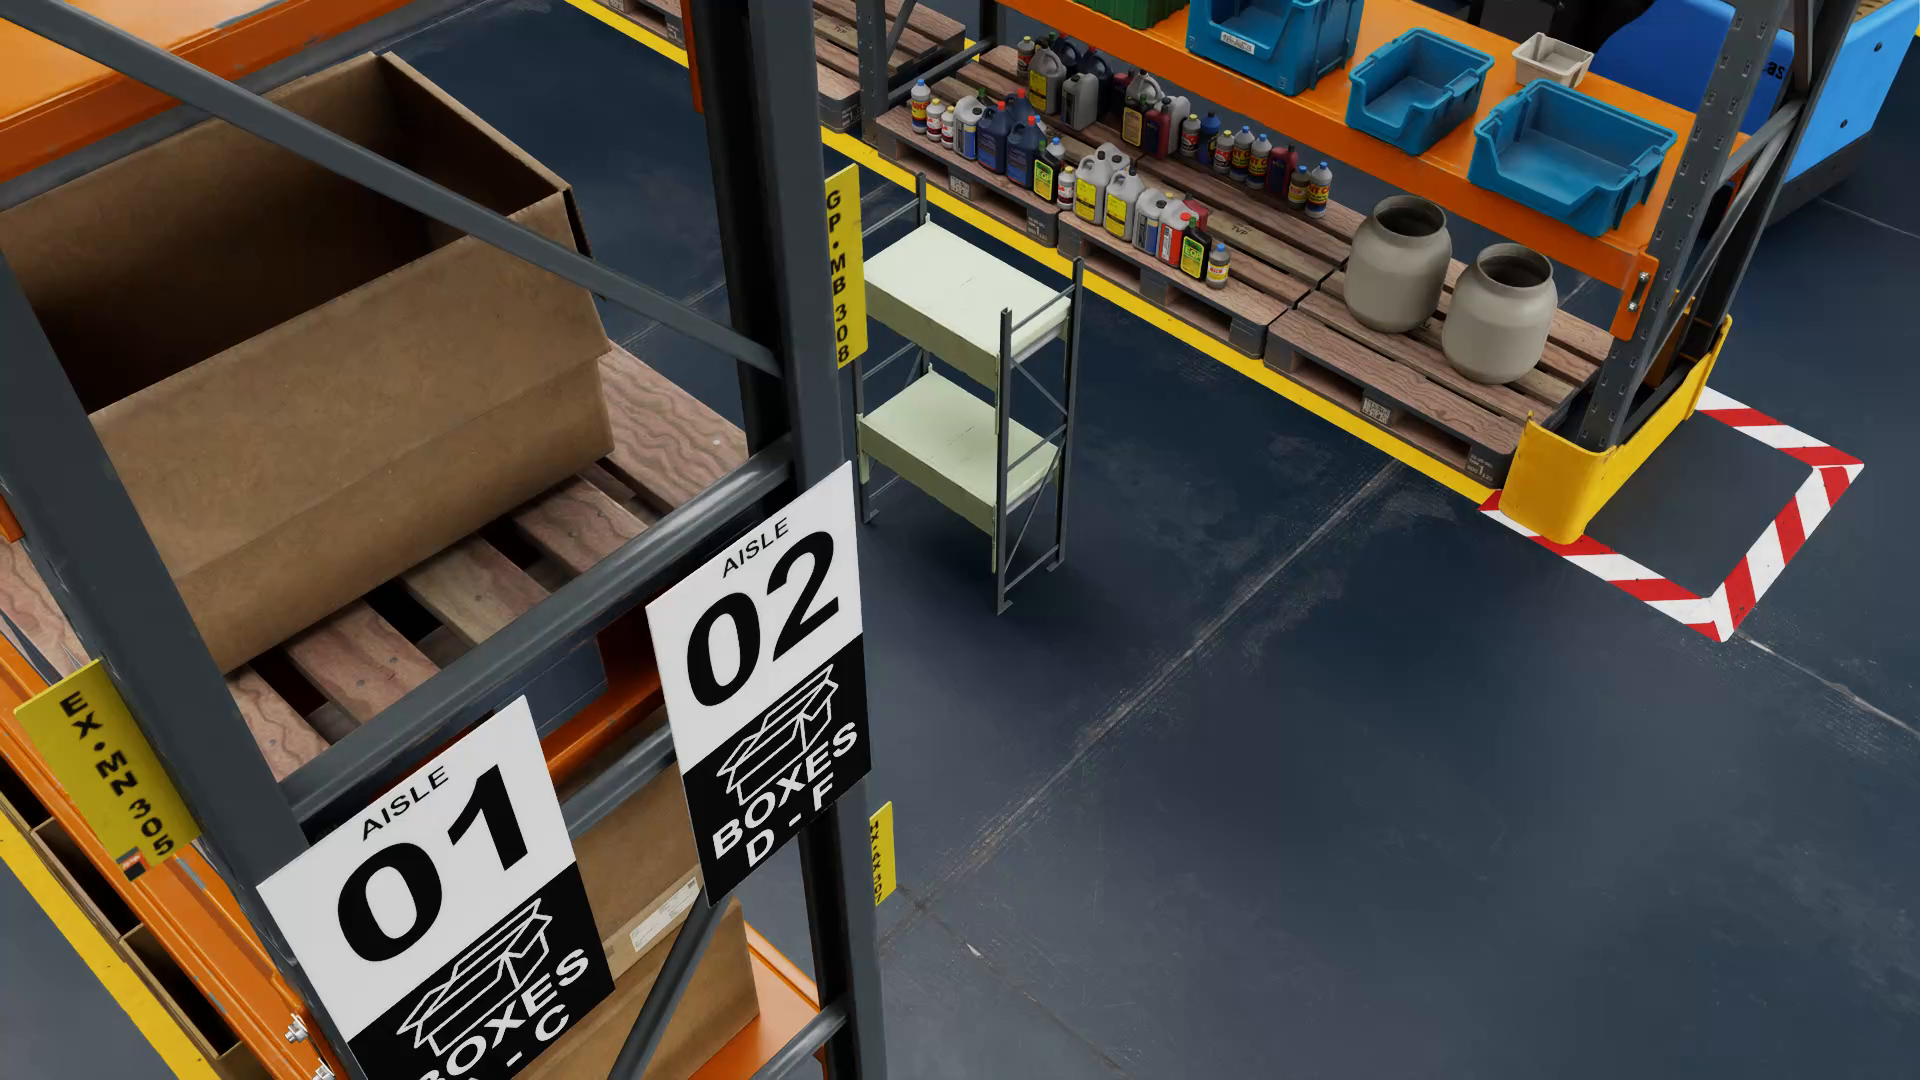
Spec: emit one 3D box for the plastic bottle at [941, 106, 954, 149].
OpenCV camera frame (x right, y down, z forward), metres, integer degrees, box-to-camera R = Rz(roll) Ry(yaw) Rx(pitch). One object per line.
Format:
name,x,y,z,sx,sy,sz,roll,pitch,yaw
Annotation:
plastic bottle,-0.044,-2.051,8.236,0.097,0.201,0.097,0,47,0

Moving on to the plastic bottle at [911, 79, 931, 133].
plastic bottle,-0.194,-2.175,8.304,0.097,0.271,0.097,0,47,0

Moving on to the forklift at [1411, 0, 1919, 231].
forklift,3.236,-3.484,8.010,1.130,2.935,3.031,-30,54,-25

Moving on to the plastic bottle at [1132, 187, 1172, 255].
plastic bottle,0.893,-1.473,7.642,0.135,0.276,0.152,32,55,27

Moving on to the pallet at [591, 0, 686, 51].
pallet,-1.635,-3.367,9.767,1.213,0.211,1.003,34,55,28

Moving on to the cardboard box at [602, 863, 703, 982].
cardboard box,-0.696,0.713,3.509,0.250,0.149,0.380,34,55,27

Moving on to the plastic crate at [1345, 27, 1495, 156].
plastic crate,1.765,-1.734,6.422,0.408,0.251,0.499,34,55,28

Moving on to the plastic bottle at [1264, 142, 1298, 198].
plastic bottle,1.534,-1.779,7.924,0.133,0.283,0.061,35,56,28

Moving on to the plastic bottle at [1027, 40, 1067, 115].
plastic bottle,0.441,-2.354,8.417,0.185,0.351,0.144,34,55,28

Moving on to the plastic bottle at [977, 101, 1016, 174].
plastic bottle,0.181,-1.973,8.061,0.185,0.351,0.144,35,56,29

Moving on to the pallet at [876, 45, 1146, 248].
pallet,0.335,-2.042,8.522,1.213,0.211,1.003,34,55,28

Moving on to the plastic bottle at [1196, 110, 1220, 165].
plastic bottle,1.214,-1.972,8.114,0.097,0.271,0.097,0,47,0

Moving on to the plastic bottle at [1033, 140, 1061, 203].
plastic bottle,0.413,-1.753,7.900,0.061,0.283,0.133,-36,56,-29

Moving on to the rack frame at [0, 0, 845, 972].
rack frame,-0.553,-0.775,1.305,0.127,3.000,1.000,34,55,28

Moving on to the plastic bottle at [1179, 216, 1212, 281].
plastic bottle,1.064,-1.315,7.489,0.133,0.283,0.061,35,56,28

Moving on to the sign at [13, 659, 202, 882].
sign,-0.932,0.260,1.838,0.005,0.325,0.100,34,55,28

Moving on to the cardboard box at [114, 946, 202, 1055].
cardboard box,-2.258,1.234,5.132,0.500,0.250,0.500,34,55,28

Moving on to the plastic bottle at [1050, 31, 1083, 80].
plastic bottle,0.538,-2.431,8.490,0.185,0.351,0.144,33,55,27

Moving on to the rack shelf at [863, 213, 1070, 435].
rack shelf,0.005,-0.777,5.916,0.720,0.370,0.431,34,55,28

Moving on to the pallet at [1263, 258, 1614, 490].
pallet,2.128,-0.836,7.390,1.213,0.211,1.003,34,55,28

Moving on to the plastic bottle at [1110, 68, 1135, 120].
plastic bottle,0.827,-2.255,8.371,0.061,0.283,0.133,-35,56,-28

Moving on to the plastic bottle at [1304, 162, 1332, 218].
plastic bottle,1.688,-1.653,7.814,0.097,0.271,0.097,0,47,0

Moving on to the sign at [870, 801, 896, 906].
sign,-0.172,0.661,3.424,0.005,0.325,0.100,34,55,28

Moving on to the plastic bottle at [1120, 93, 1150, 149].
plastic bottle,0.866,-2.085,8.212,0.133,0.283,0.061,34,55,28

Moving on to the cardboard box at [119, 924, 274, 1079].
cardboard box,-1.894,1.227,4.624,0.500,0.500,0.500,34,55,28

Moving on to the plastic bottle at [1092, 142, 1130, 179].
plastic bottle,0.714,-1.736,7.889,0.135,0.276,0.152,34,55,28

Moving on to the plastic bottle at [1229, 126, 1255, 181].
plastic bottle,1.363,-1.872,8.020,0.097,0.271,0.097,0,47,0

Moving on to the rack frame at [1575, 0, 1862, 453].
rack frame,2.809,-1.373,5.982,0.127,3.000,1.000,34,55,28

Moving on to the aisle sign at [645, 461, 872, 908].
aisle sign,-0.297,0.257,2.668,0.004,0.787,0.394,34,55,28

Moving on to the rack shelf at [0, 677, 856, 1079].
rack shelf,-2.023,0.536,4.683,4.000,0.370,1.077,34,55,28

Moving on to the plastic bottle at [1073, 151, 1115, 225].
plastic bottle,0.632,-1.670,7.776,0.185,0.351,0.144,34,55,27

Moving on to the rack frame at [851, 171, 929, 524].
rack frame,-0.264,-0.691,6.370,0.023,1.500,0.400,34,55,28

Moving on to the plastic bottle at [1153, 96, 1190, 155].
plastic bottle,1.033,-2.068,8.201,0.135,0.276,0.152,35,56,28

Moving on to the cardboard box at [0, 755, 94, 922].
cardboard box,-2.629,0.733,5.088,0.500,0.500,0.500,34,55,28

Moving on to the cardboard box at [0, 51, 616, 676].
cardboard box,-0.973,-0.262,2.426,0.797,0.503,0.637,-34,56,-28

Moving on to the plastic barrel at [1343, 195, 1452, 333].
plastic barrel,1.905,-1.198,7.235,0.421,0.512,0.421,0,47,0

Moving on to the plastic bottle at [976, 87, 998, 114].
plastic bottle,0.134,-2.091,8.218,0.133,0.283,0.061,34,55,28

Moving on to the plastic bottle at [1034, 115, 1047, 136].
plastic bottle,0.370,-1.939,8.083,0.097,0.271,0.097,0,47,0

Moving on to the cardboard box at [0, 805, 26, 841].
cardboard box,-2.994,0.740,5.596,0.500,0.250,0.500,34,55,28

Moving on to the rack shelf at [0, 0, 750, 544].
rack shelf,-2.023,-1.381,2.641,4.000,0.370,1.077,34,55,28

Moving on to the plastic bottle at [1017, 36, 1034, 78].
plastic bottle,0.348,-2.531,8.687,0.097,0.201,0.097,0,47,0

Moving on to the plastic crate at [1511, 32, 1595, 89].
plastic crate,2.370,-1.898,6.655,0.250,0.136,0.298,34,55,28

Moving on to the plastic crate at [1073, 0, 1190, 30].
plastic crate,0.676,-2.456,7.144,0.662,0.188,0.450,34,55,28

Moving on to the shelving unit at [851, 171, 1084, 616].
shelving unit,0.005,-0.510,6.200,0.755,1.500,0.431,34,55,28
